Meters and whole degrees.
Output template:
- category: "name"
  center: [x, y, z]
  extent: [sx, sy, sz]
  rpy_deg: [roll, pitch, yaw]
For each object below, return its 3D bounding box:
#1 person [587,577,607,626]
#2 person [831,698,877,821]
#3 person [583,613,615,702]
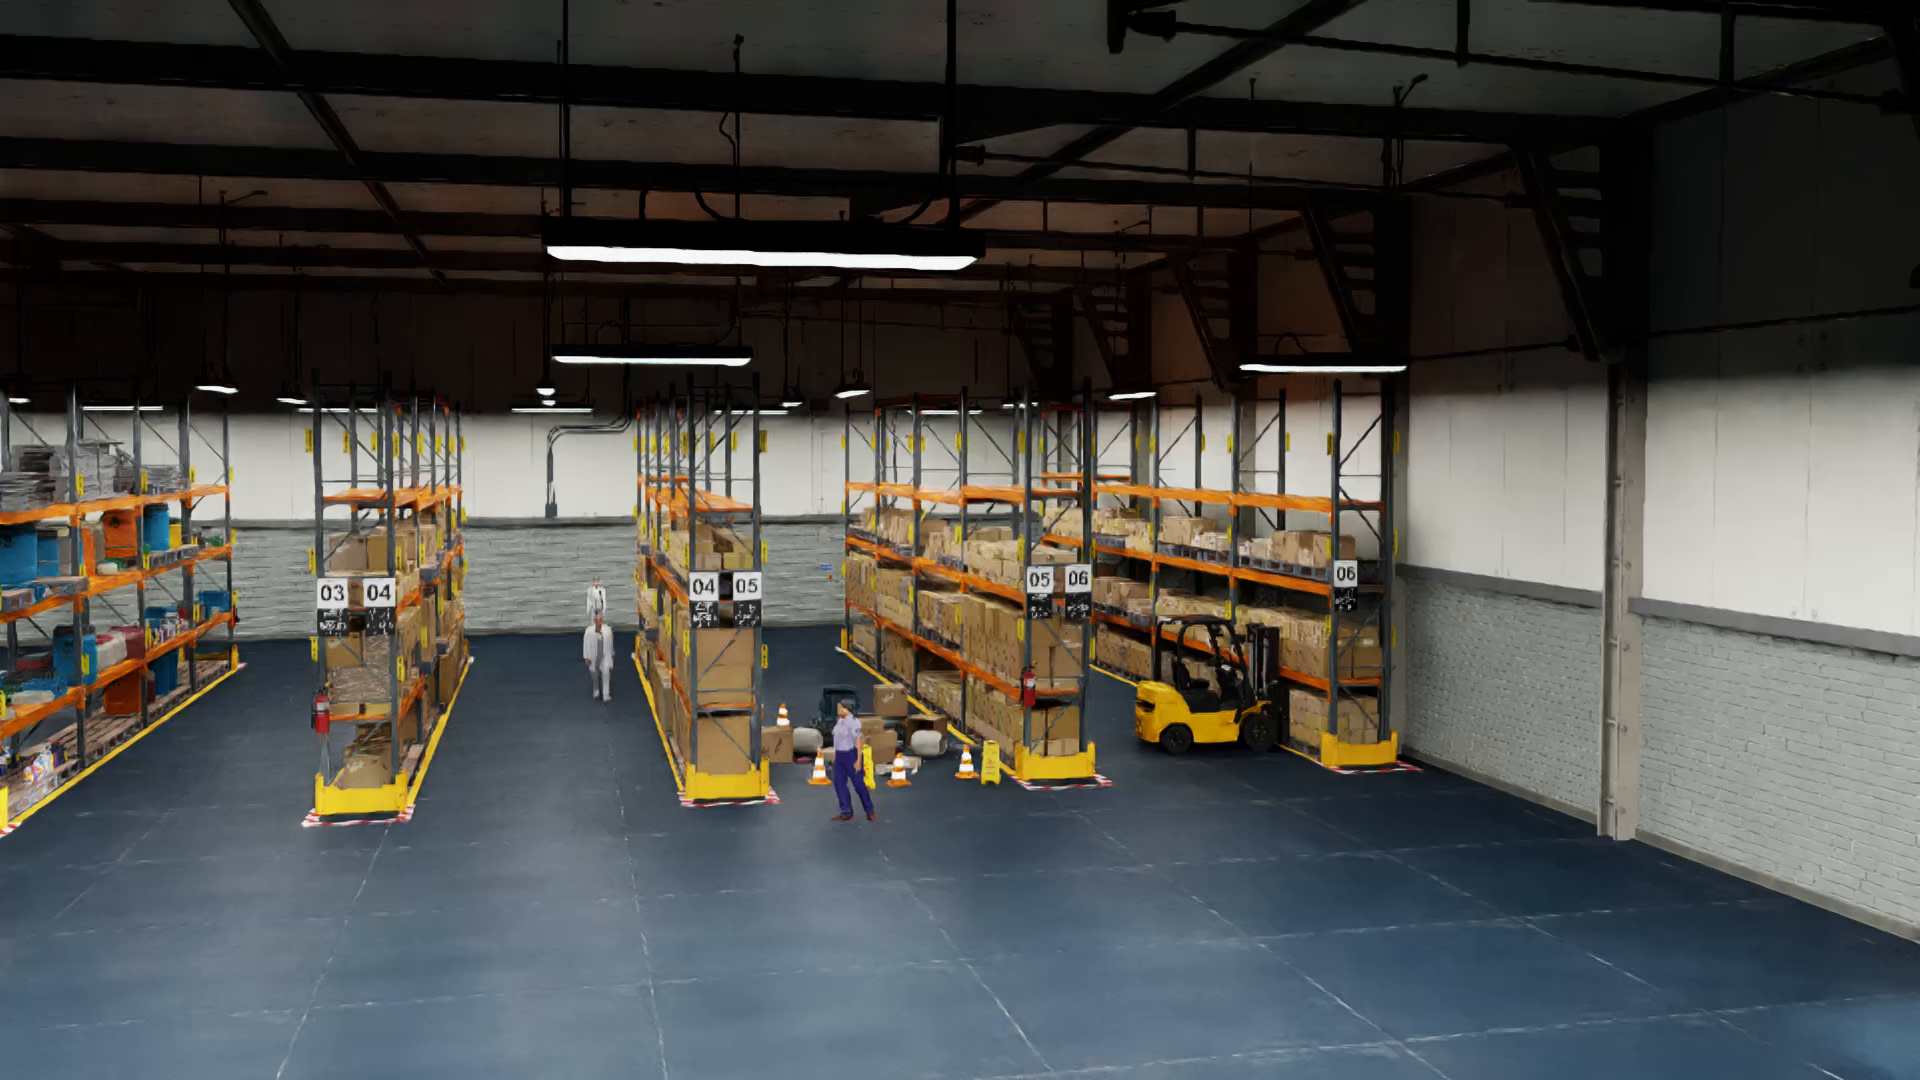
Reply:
- category: "person"
  center: [-9.311, 1.722, 42.640]
  extent: [0.489, 1.587, 1.066]
  rpy_deg: [-1, 3, -15]
- category: "person"
  center: [-1.421, 2.920, 22.146]
  extent: [0.516, 1.628, 0.589]
  rpy_deg: [-3, 4, -40]
- category: "person"
  center: [-7.026, 2.272, 32.376]
  extent: [0.598, 1.684, 1.194]
  rpy_deg: [-1, 3, -11]
